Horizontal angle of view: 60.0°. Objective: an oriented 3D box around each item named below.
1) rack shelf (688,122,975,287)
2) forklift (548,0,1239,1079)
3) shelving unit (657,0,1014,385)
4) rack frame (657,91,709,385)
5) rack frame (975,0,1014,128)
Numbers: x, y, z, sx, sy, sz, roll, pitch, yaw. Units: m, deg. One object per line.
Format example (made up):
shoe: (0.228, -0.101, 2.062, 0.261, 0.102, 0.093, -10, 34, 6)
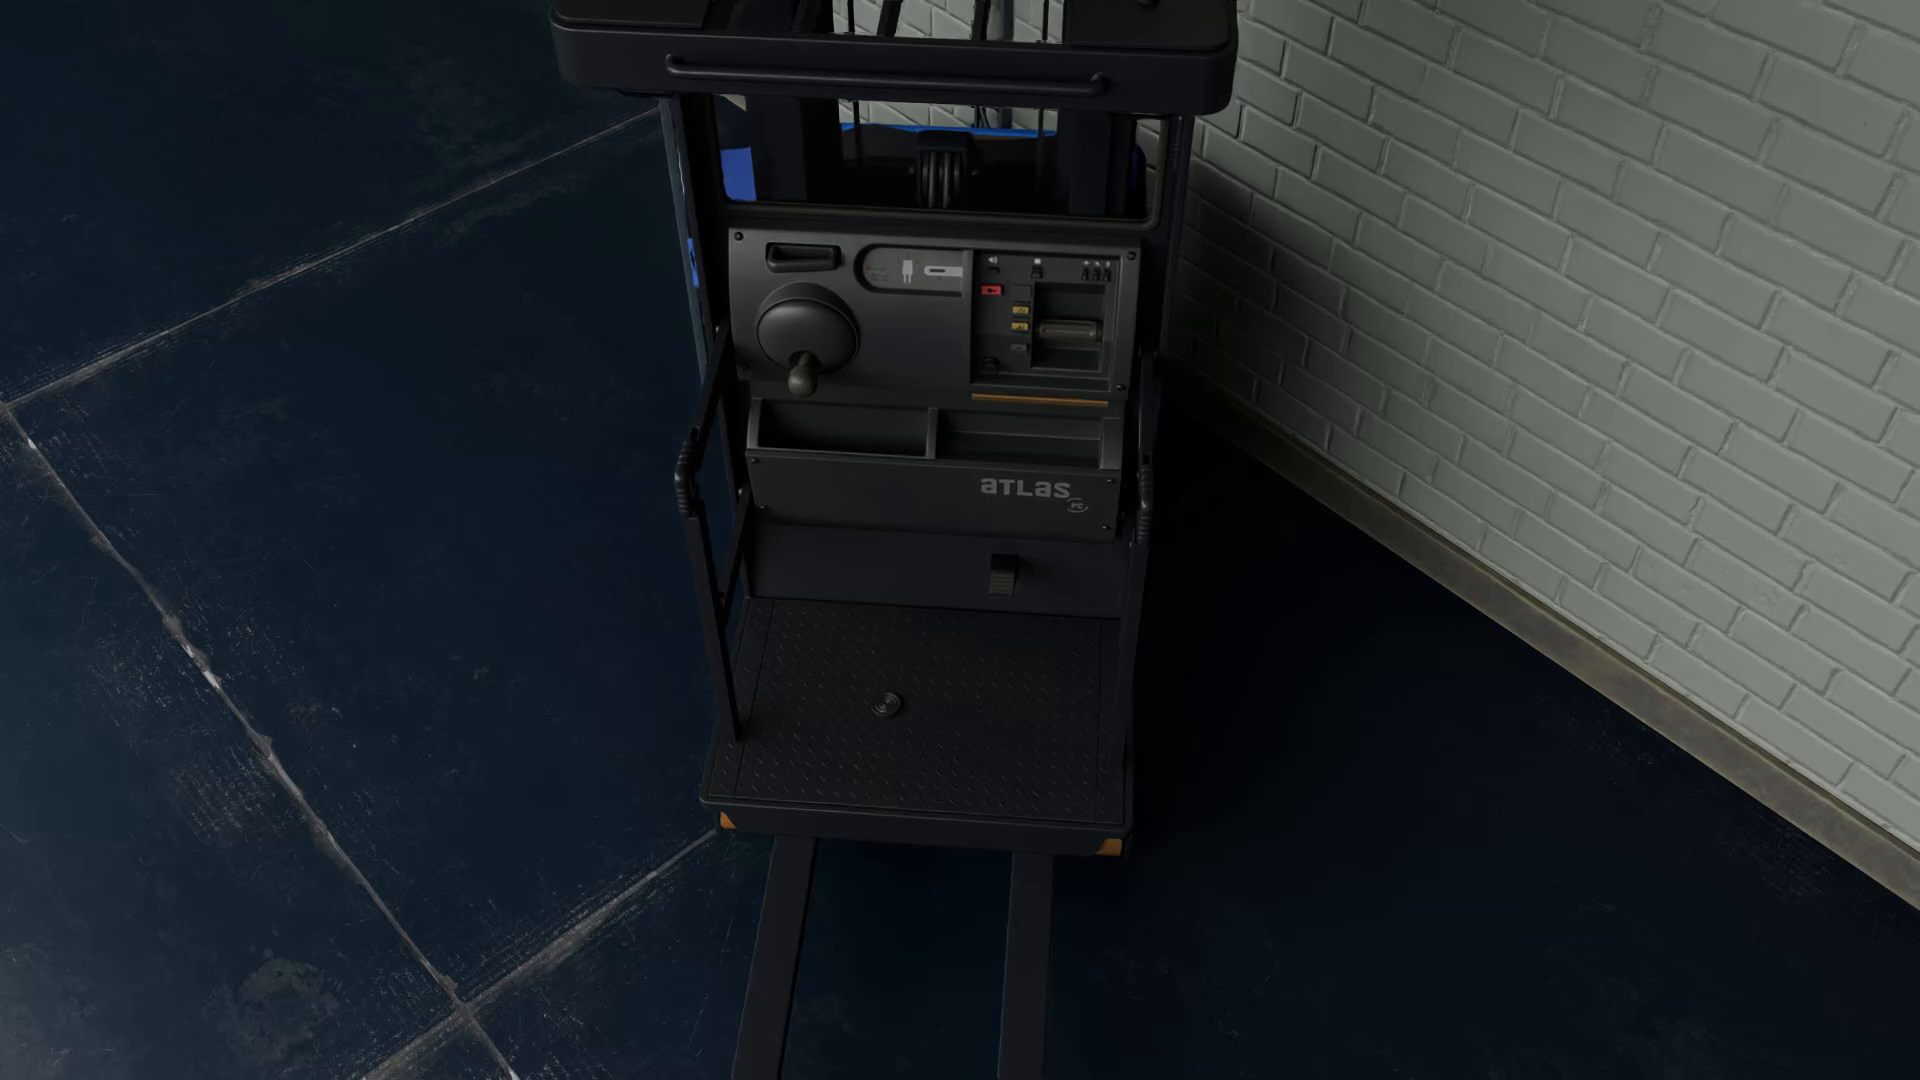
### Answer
rack shelf: (-0.400, -1.119, 5.504, 1.000, 0.185, 0.538, -7, 47, -6)
forklift: (-0.077, -0.413, 3.636, 1.130, 2.935, 3.031, 3, 47, 3)
shelving unit: (-0.400, -1.241, 5.373, 1.048, 1.500, 0.538, -7, 47, -6)
rack frame: (-0.902, -1.184, 5.320, 0.032, 1.500, 0.500, -7, 47, -6)
rack frame: (0.103, -1.299, 5.426, 0.032, 1.500, 0.500, -7, 47, -6)
